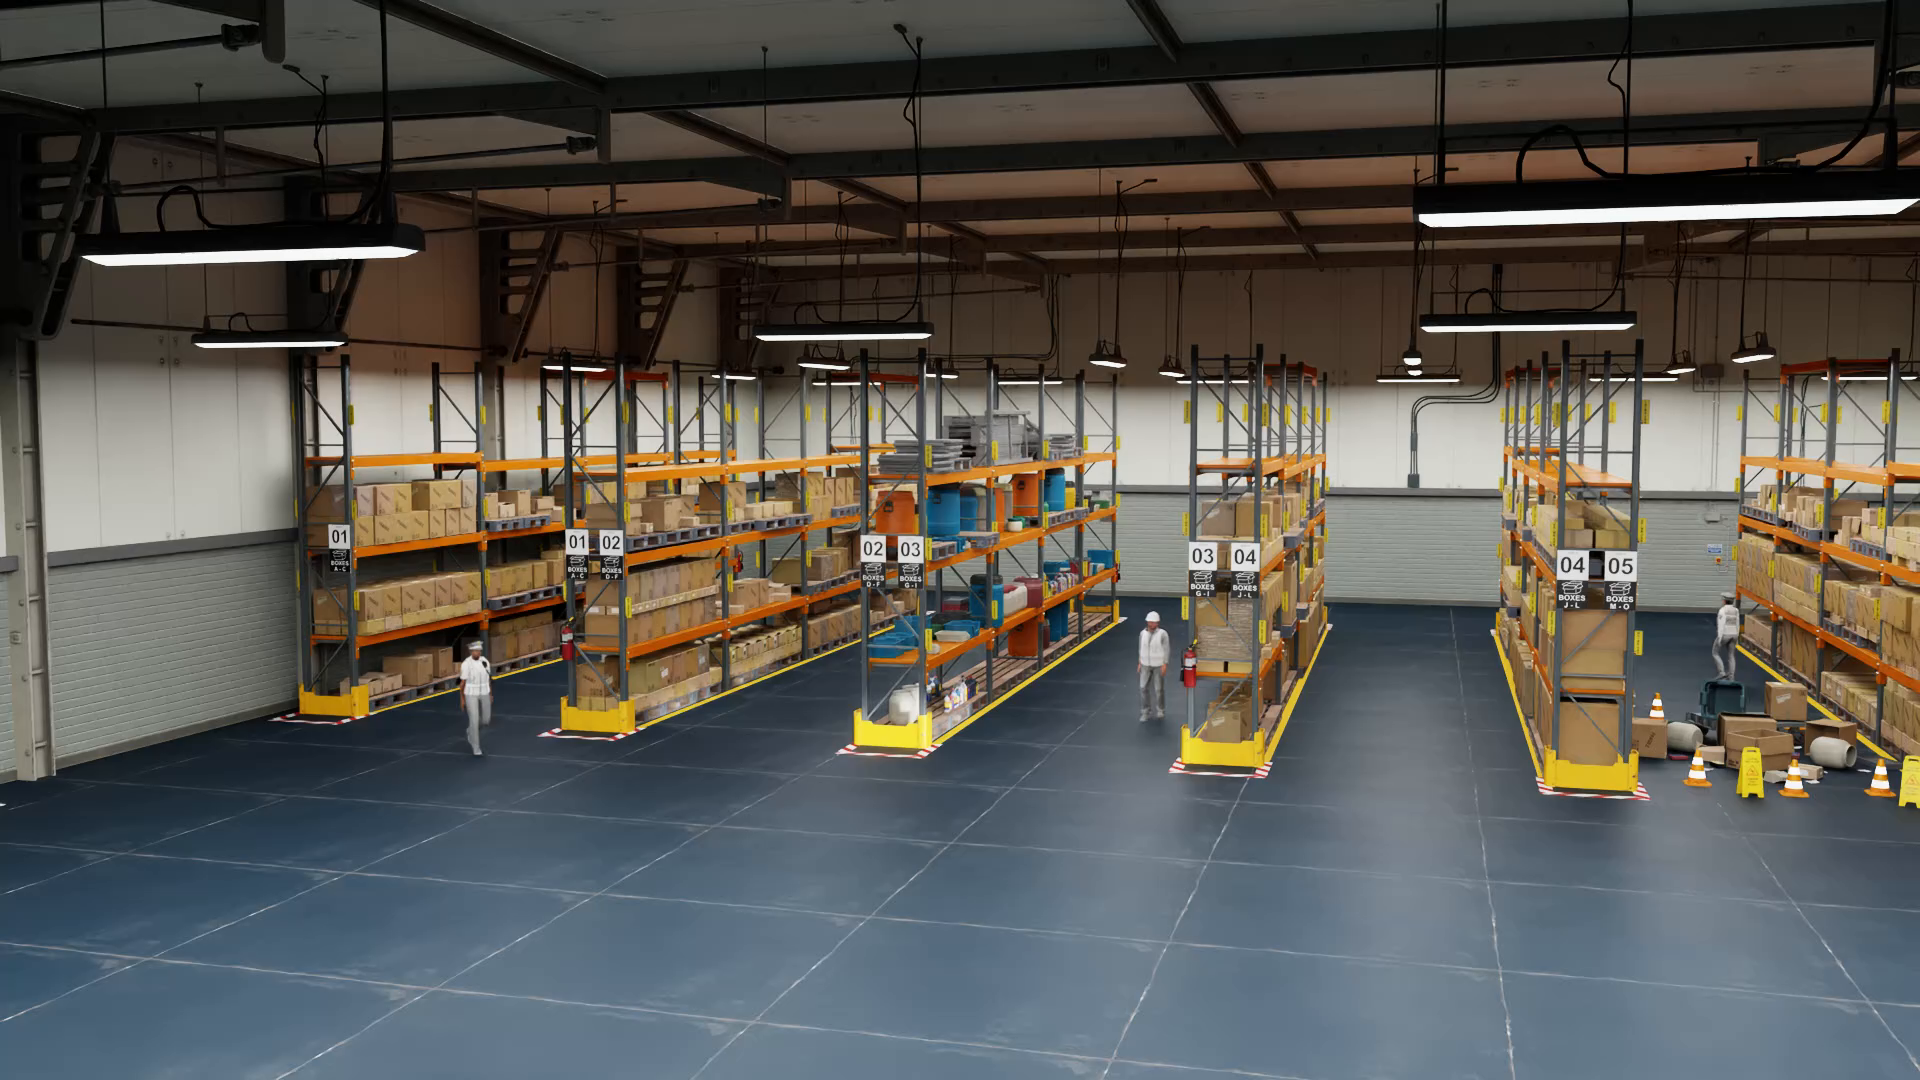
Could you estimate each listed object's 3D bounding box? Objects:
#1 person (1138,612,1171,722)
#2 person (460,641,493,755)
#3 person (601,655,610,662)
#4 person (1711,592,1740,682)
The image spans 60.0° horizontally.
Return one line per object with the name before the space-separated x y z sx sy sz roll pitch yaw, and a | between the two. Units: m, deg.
person | 3.180 2.080 27.382 0.592 1.812 0.595 3 5 30
person | -7.194 2.310 24.721 0.512 1.655 0.771 -4 6 -40
person | -6.331 1.864 30.279 0.620 1.794 0.798 0 4 3
person | 14.395 1.827 31.203 0.514 1.688 0.406 -1 4 -17
